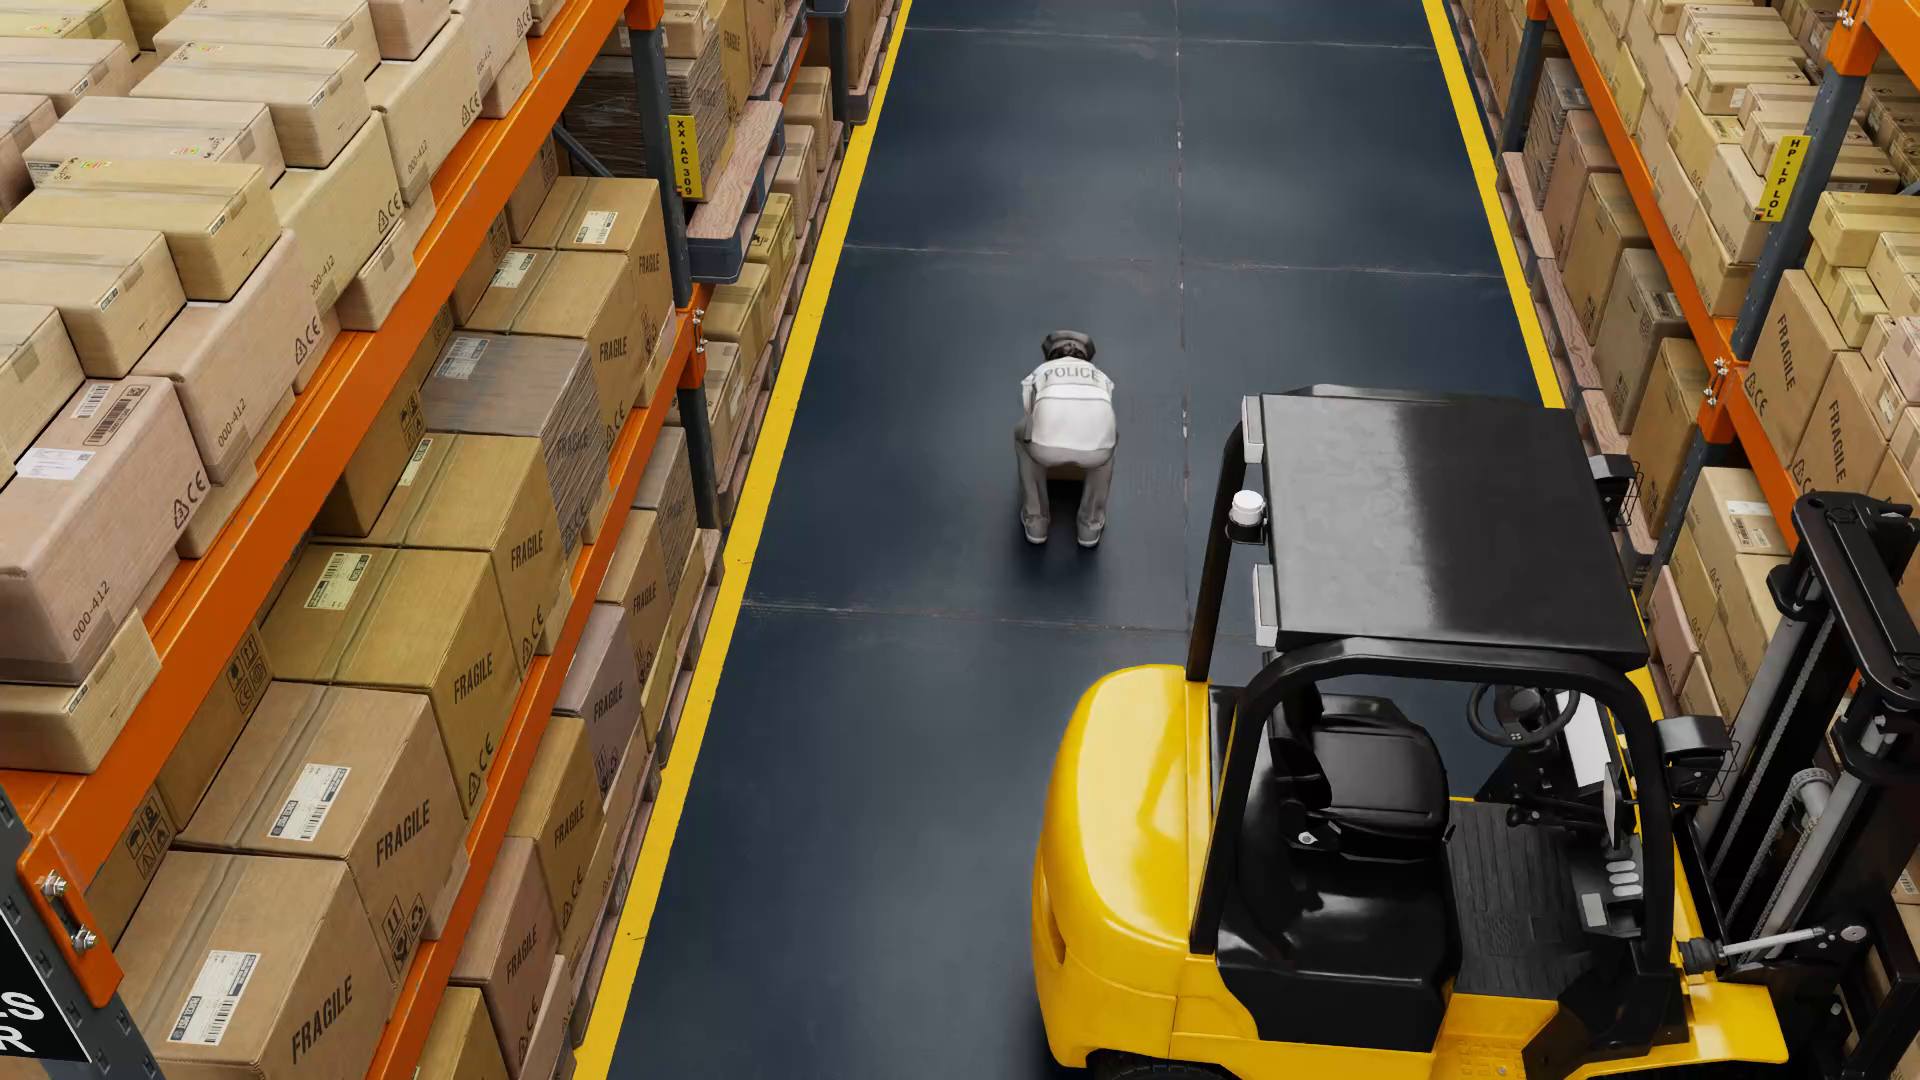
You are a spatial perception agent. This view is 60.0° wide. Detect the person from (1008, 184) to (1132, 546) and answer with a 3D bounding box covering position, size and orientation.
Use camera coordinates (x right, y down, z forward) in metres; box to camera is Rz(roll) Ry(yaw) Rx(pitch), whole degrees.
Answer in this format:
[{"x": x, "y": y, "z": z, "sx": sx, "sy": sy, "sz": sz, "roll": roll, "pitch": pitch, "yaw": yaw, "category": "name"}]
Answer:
[{"x": 0.452, "y": -0.683, "z": 6.947, "sx": 0.502, "sy": 1.680, "sz": 0.385, "roll": 2, "pitch": 40, "yaw": 3, "category": "person"}]
